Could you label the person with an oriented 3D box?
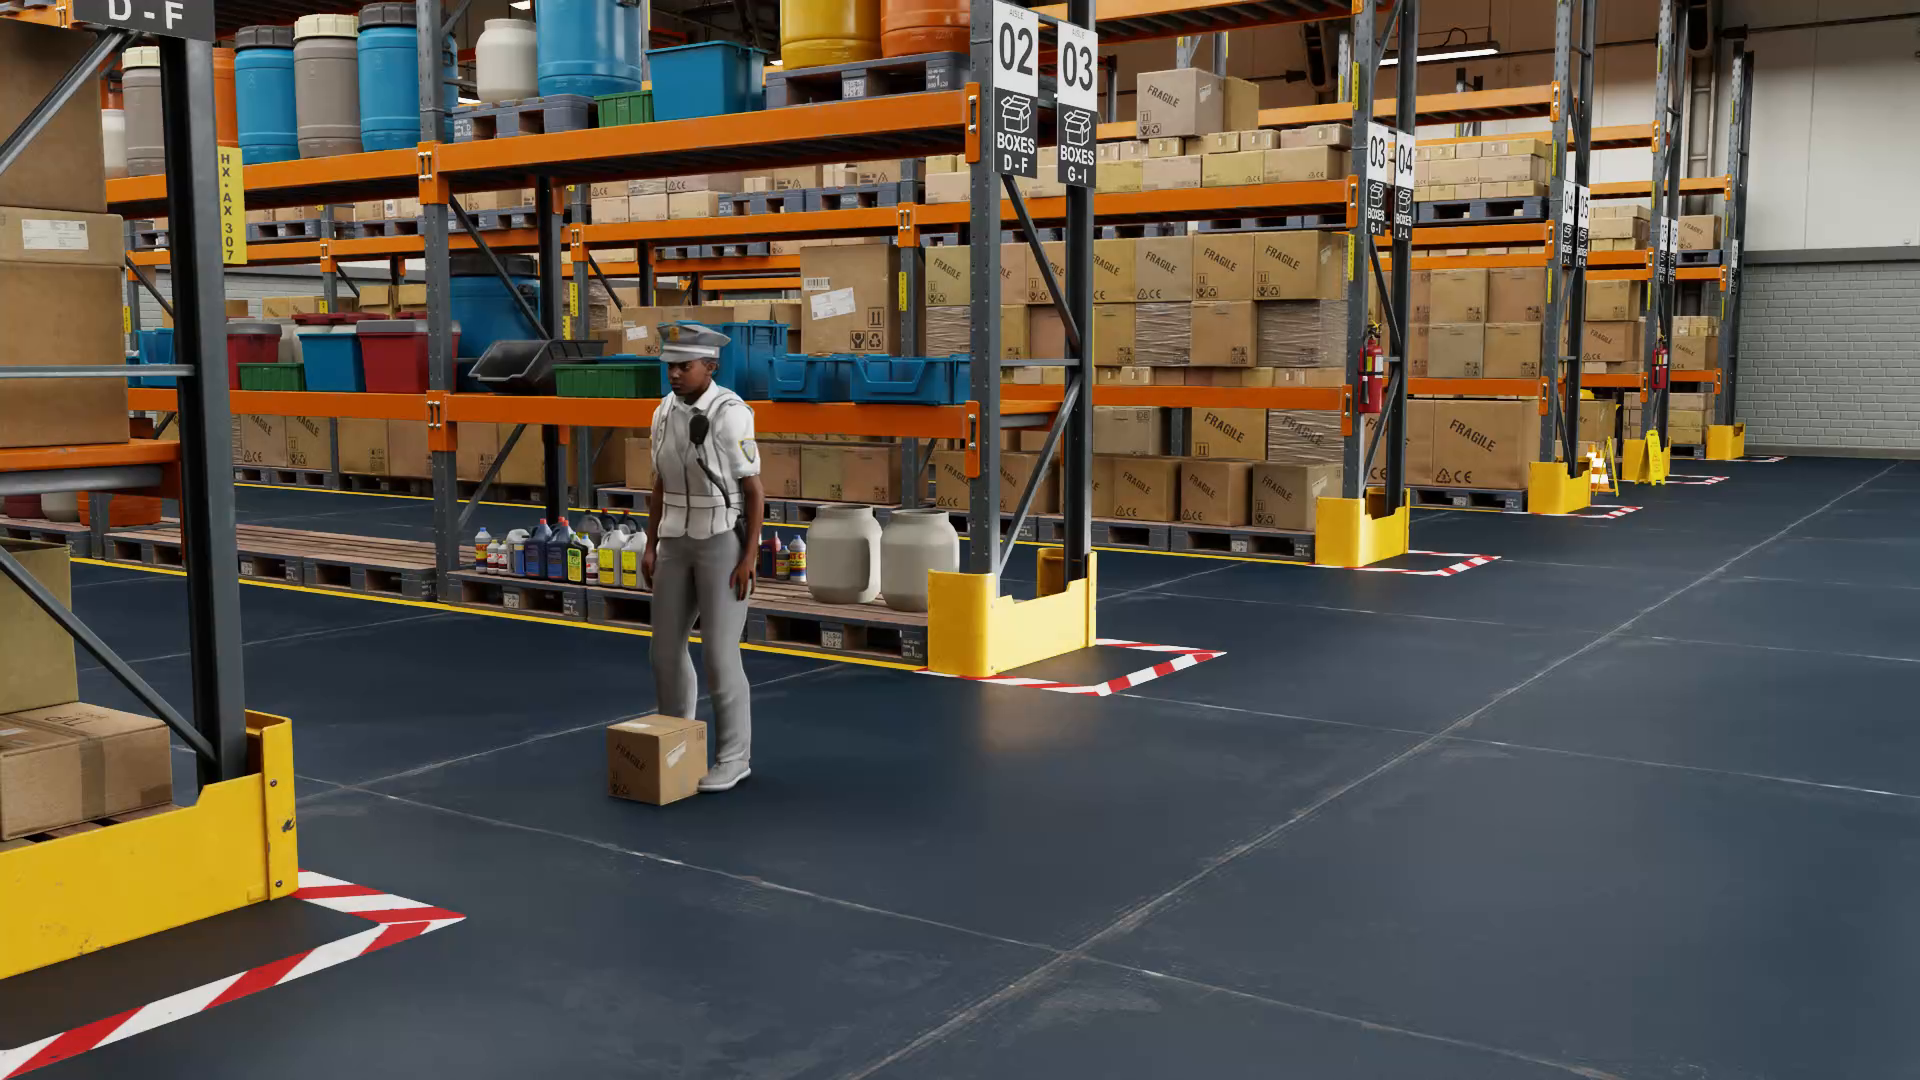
[{"bbox_3d":[-0.948,0.056,6.023,0.529,1.657,0.398,4,7,30],"label":"person"}]
